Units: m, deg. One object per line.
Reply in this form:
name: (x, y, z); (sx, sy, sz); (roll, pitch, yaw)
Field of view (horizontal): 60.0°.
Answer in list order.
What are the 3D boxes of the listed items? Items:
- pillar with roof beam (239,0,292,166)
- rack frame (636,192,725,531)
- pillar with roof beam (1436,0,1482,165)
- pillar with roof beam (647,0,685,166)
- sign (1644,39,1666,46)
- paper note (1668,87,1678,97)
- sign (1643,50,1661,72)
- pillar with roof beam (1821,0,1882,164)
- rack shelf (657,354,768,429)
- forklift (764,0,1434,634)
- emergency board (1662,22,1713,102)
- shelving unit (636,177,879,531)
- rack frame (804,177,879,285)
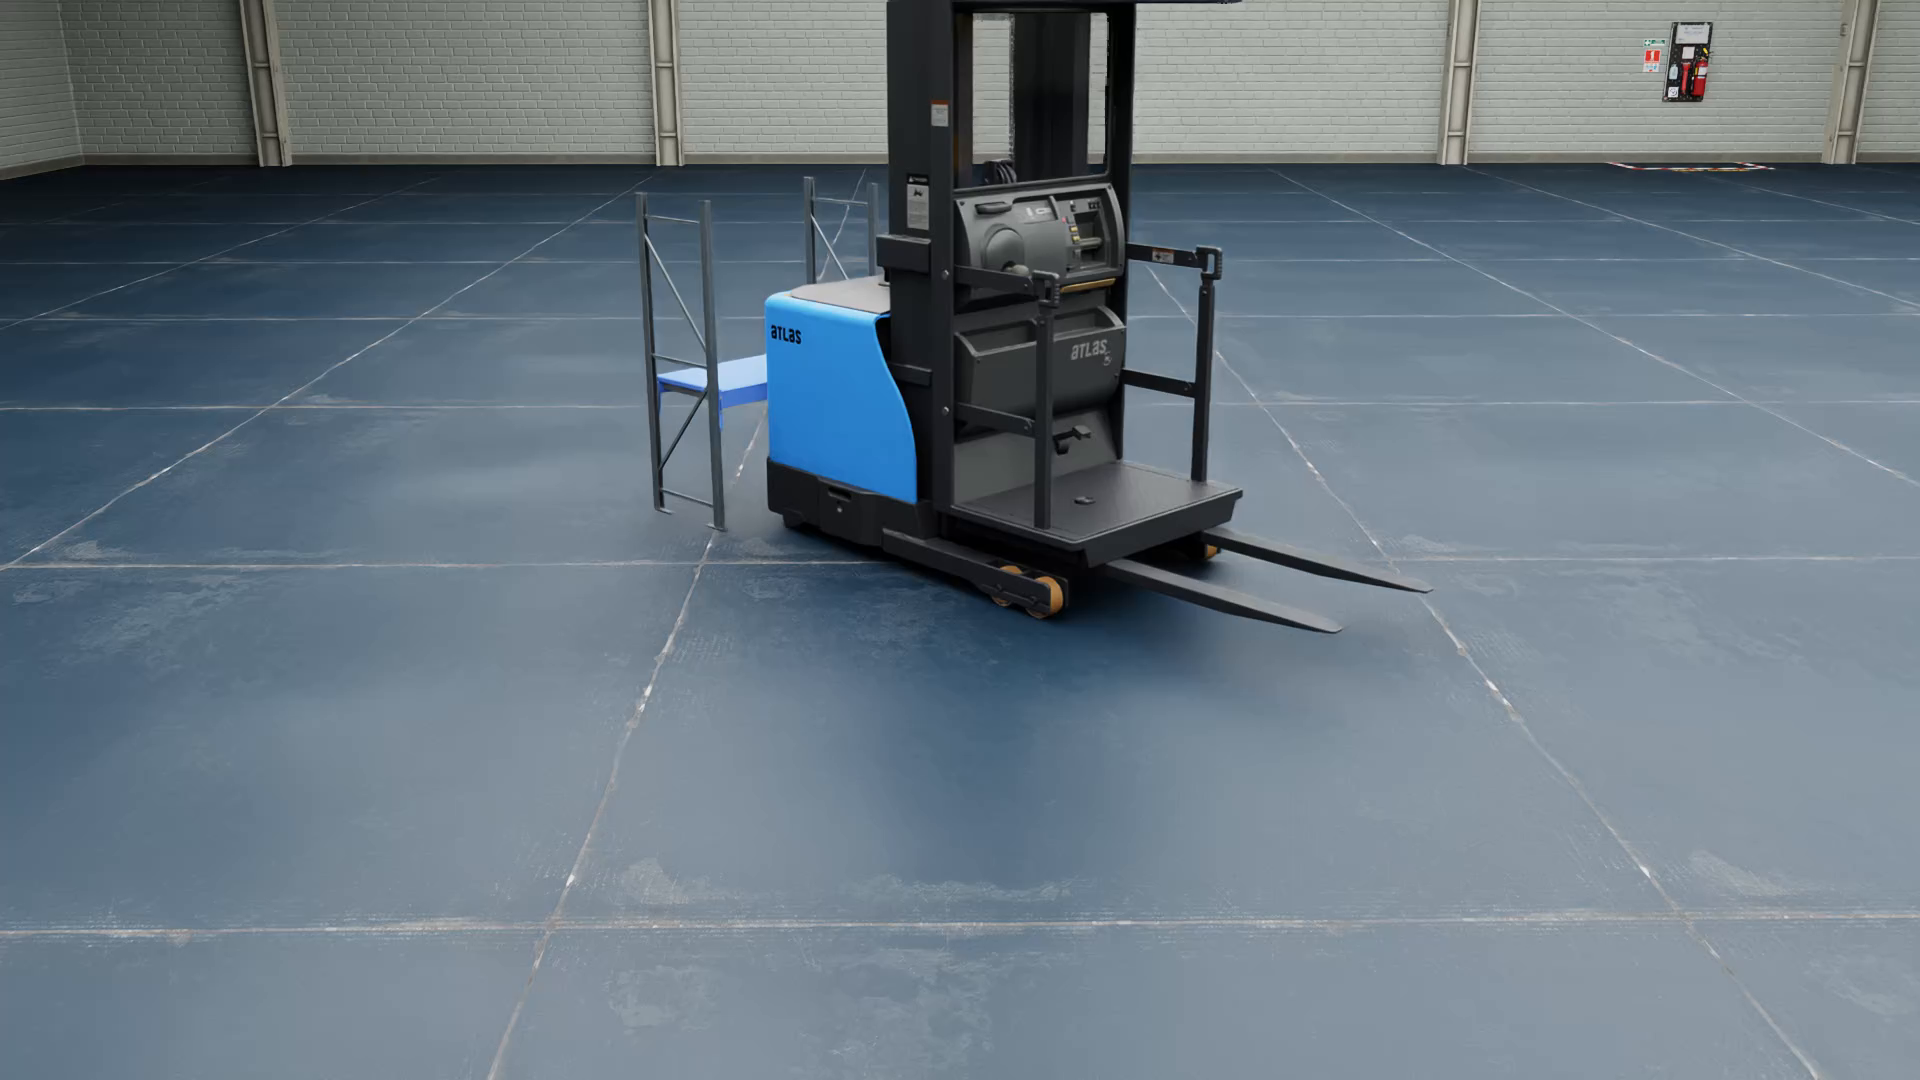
pillar with roof beam: (-10.357, -8.684, 19.885); (0.400, 9.000, 9.100); (0, 18, -1)
rack frame: (-1.280, -0.812, 7.624); (0.500, 1.500, 0.032); (16, 24, 41)
pillar with roof beam: (7.641, -8.770, 20.156); (0.400, 9.000, 9.100); (0, 18, -1)
pillar with roof beam: (-4.357, -8.713, 19.975); (0.400, 9.000, 9.100); (0, 18, -1)
sign: (10.551, -7.553, 25.255); (0.331, 0.109, 0.001); (0, 18, -1)
paper note: (10.923, -6.858, 25.458); (0.142, 0.148, 0.016); (0, 18, -1)
sign: (10.546, -7.303, 25.344); (0.234, 0.329, 0.001); (0, 18, -1)
pillar with roof beam: (13.640, -8.799, 20.246); (0.400, 9.000, 9.100); (0, 18, -1)
rack shelf: (-0.932, -0.754, 8.032); (0.538, 0.185, 1.000); (16, 24, 41)
forklift: (0.490, -1.262, 6.683); (1.130, 2.935, 3.031); (-17, 24, -42)
emergency board: (11.101, -7.257, 25.260); (0.643, 1.169, 0.194); (0, 18, -1)
shelving unit: (-0.932, -0.926, 7.977); (0.538, 1.500, 1.048); (16, 24, 41)
rack frame: (-0.584, -1.039, 8.330); (0.500, 1.500, 0.032); (16, 24, 41)
